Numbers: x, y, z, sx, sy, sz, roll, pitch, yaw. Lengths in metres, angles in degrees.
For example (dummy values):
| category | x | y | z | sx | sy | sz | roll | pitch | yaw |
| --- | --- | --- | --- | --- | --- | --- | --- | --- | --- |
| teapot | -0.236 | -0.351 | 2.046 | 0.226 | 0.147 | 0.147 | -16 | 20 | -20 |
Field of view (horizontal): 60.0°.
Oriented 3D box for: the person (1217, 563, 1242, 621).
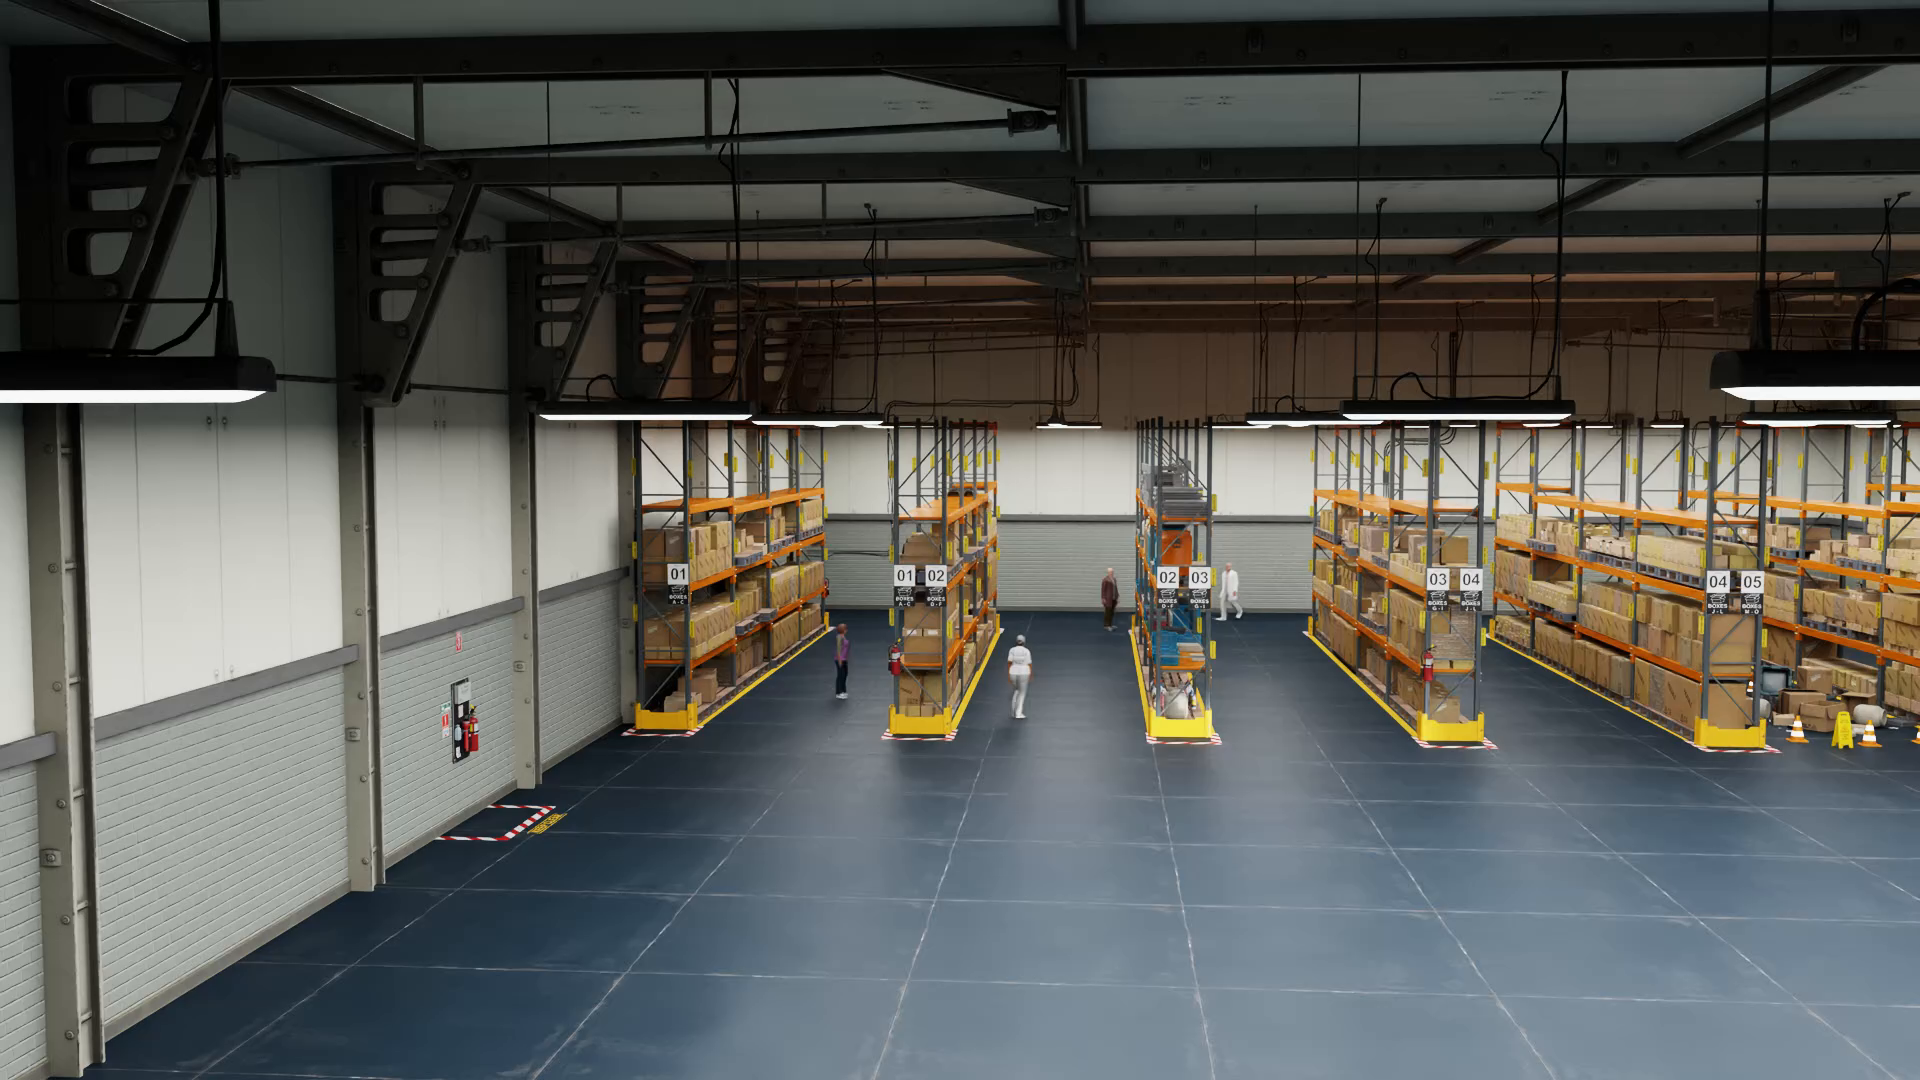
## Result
| category | x | y | z | sx | sy | sz | roll | pitch | yaw |
| --- | --- | --- | --- | --- | --- | --- | --- | --- | --- |
| person | 8.183 | 1.602 | 50.425 | 0.627 | 1.657 | 1.014 | 3 | 5 | 39 |

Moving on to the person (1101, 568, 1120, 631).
| category | x | y | z | sx | sy | sz | roll | pitch | yaw |
| --- | --- | --- | --- | --- | --- | --- | --- | --- | --- |
| person | 4.334 | 1.701 | 48.004 | 0.408 | 1.796 | 0.635 | 4 | 5 | 45 |

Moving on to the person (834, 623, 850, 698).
| category | x | y | z | sx | sy | sz | roll | pitch | yaw |
| --- | --- | --- | --- | --- | --- | --- | --- | --- | --- |
| person | -2.549 | 2.621 | 35.775 | 0.325 | 1.661 | 0.482 | 1 | 4 | 10 |

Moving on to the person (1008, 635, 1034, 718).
| category | x | y | z | sx | sy | sz | roll | pitch | yaw |
| --- | --- | --- | --- | --- | --- | --- | --- | --- | --- |
| person | 1.224 | 2.744 | 33.158 | 0.487 | 1.717 | 0.463 | 3 | 5 | 37 |
